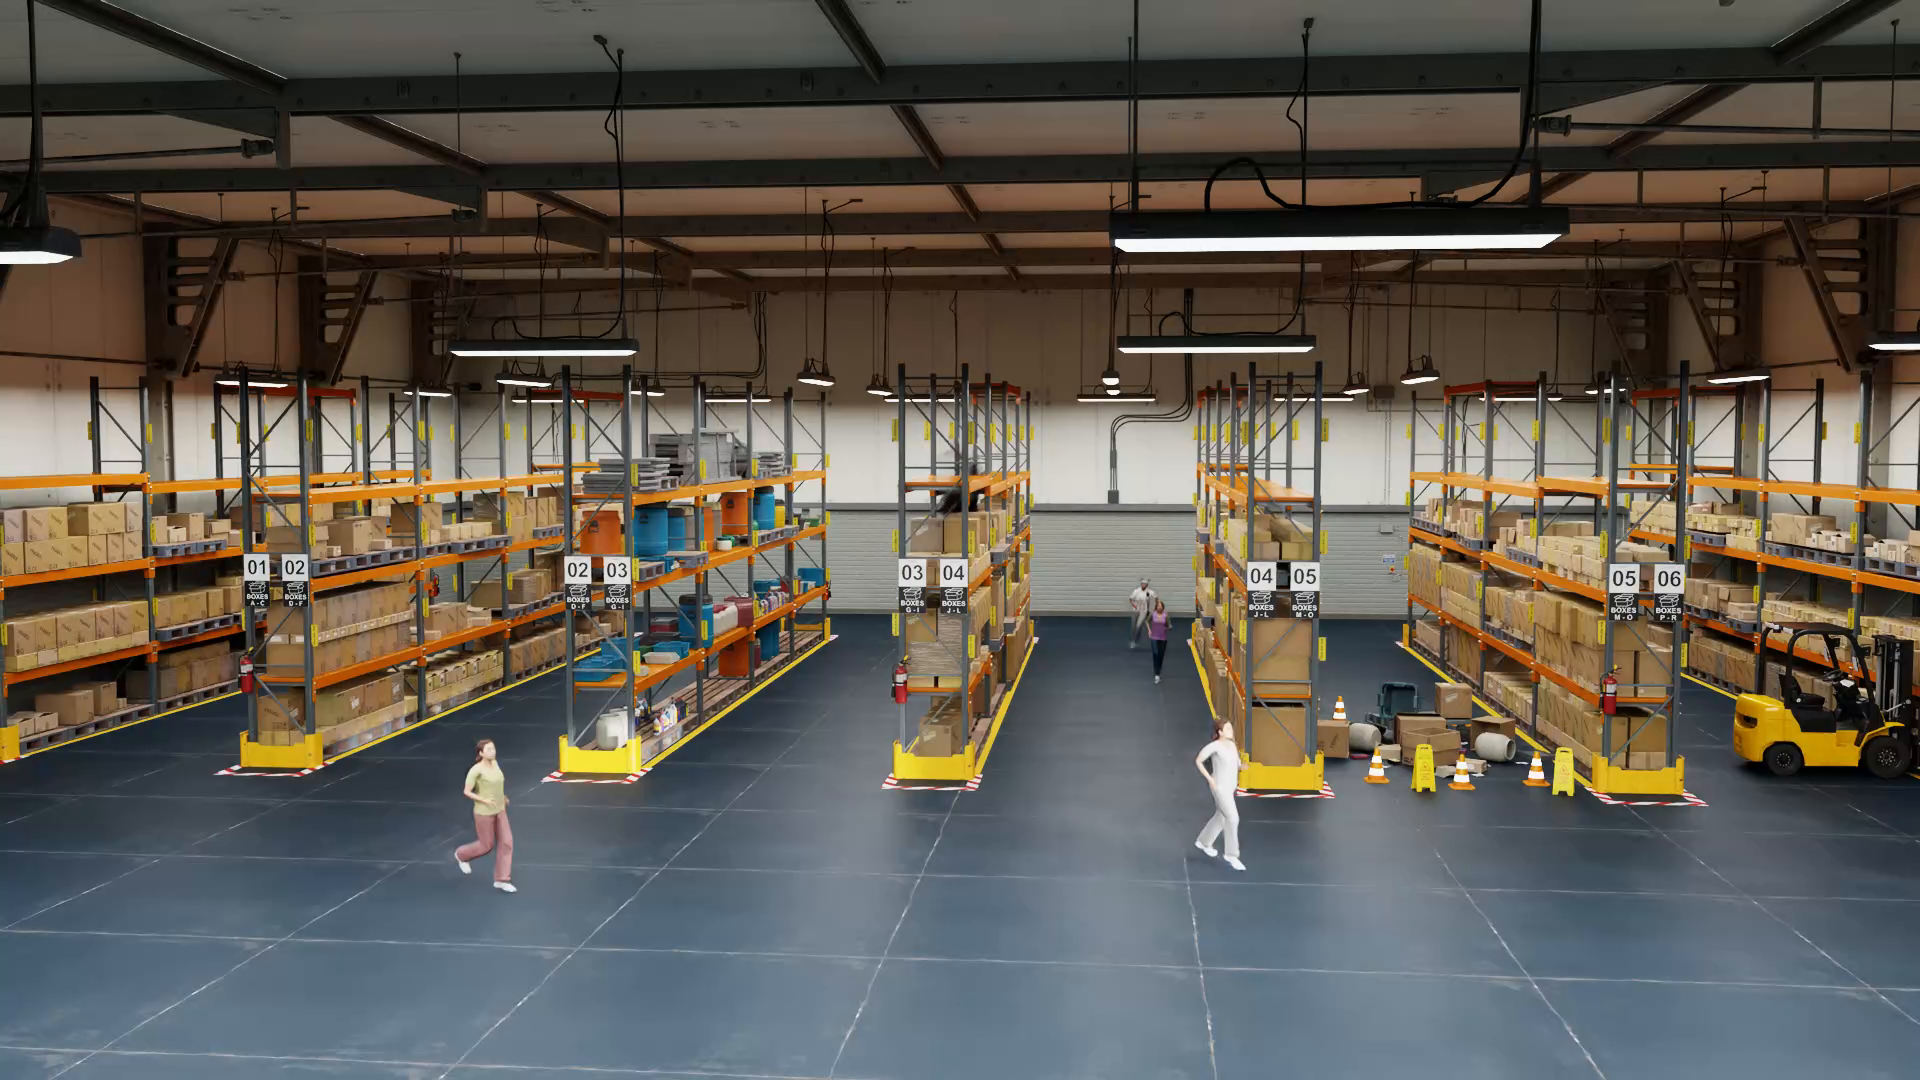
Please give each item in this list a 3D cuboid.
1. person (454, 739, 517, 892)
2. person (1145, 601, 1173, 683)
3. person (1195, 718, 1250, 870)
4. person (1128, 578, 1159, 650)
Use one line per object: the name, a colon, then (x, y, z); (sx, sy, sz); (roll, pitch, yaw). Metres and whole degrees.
person: (-5.216, 3.012, 18.331); (0.866, 1.664, 0.587); (2, 4, 30)
person: (4.030, 2.034, 33.654); (0.535, 1.623, 0.841); (0, 4, 0)
person: (3.041, 2.926, 19.348); (0.753, 1.717, 0.555); (3, 5, 42)
person: (4.233, 1.712, 38.740); (0.728, 1.690, 0.708); (1, 4, 21)
